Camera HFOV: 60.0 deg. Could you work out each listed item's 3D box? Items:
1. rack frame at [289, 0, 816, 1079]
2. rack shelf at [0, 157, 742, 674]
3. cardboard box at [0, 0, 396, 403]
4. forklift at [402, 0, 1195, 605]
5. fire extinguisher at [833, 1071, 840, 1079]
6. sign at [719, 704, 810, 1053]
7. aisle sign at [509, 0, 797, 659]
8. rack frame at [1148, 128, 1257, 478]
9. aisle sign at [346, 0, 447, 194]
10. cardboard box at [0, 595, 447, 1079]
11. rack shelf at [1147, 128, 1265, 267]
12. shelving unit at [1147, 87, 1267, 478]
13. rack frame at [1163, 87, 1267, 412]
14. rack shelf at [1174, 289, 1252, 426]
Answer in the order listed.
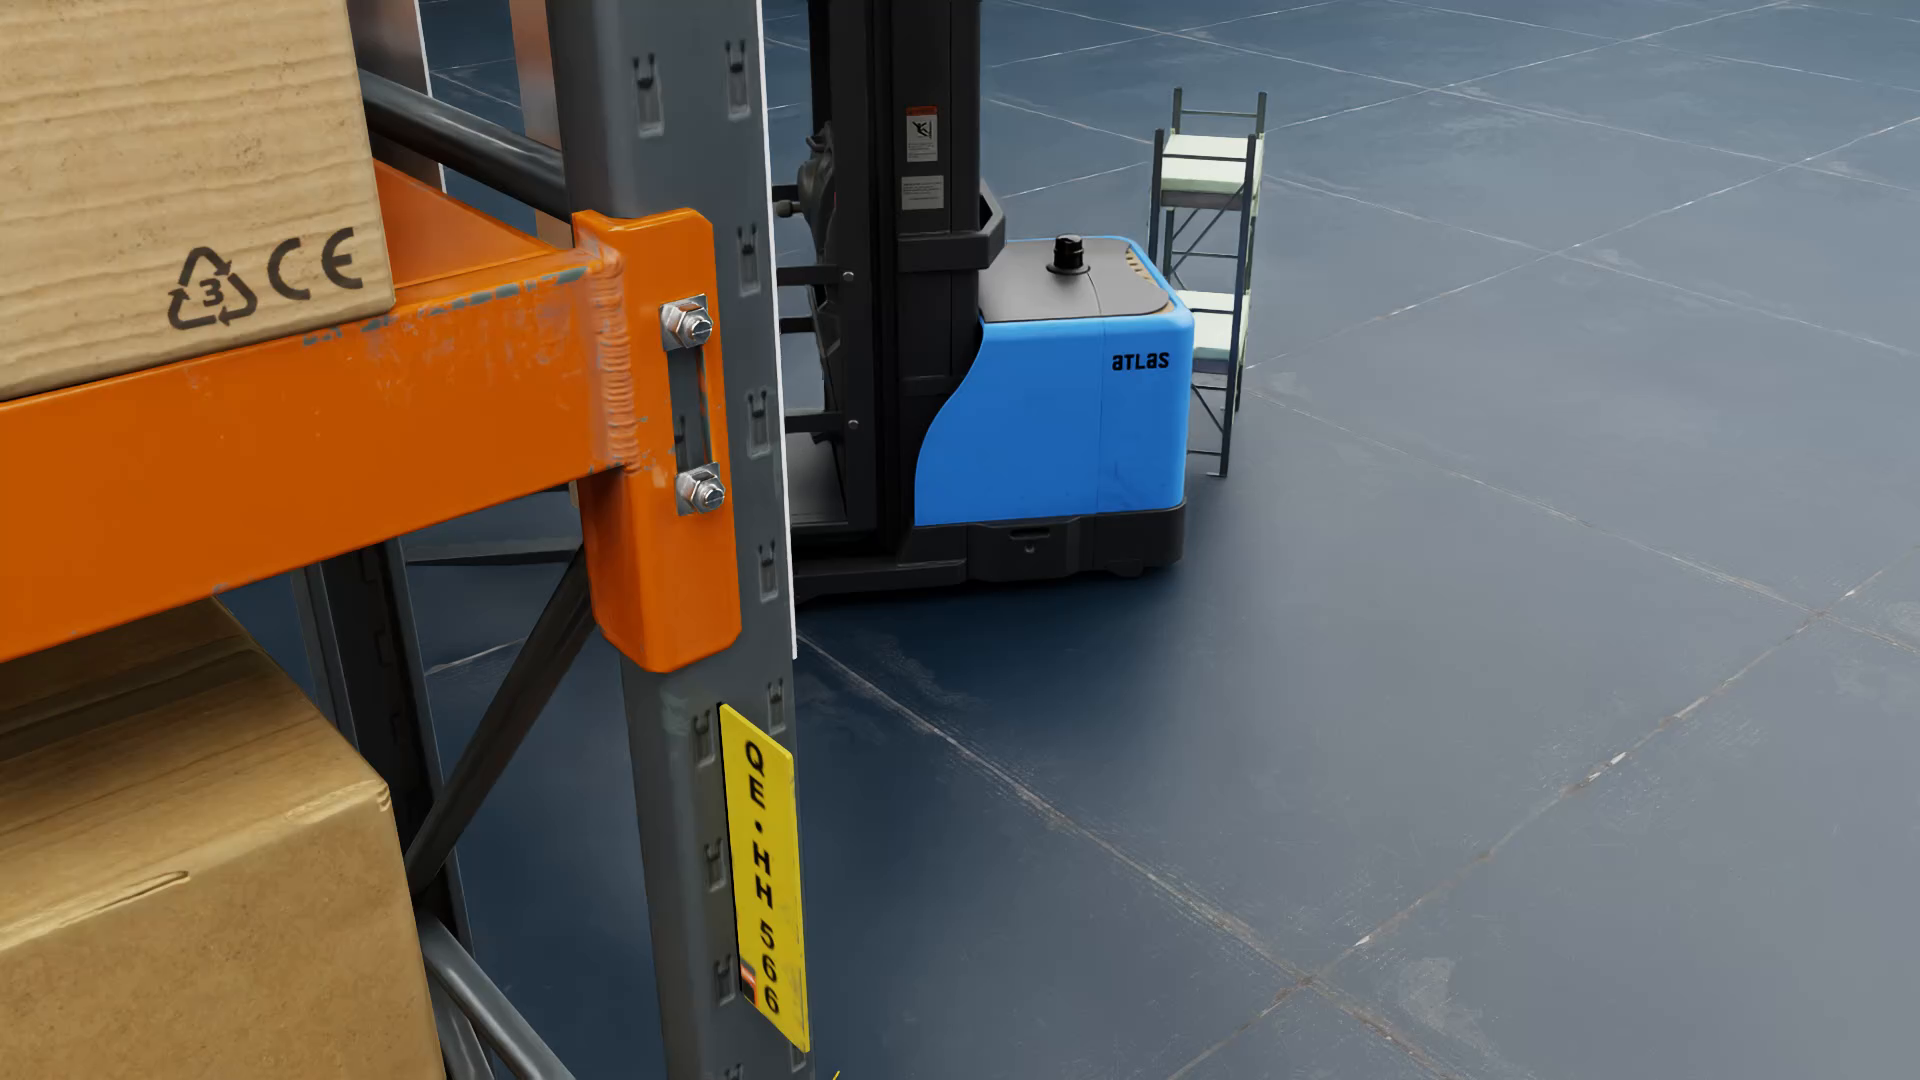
[{"bbox_3d":[-0.516,0.743,2.178,0.053,2.616,0.949,-22,35,-35],"label":"rack frame"},{"bbox_3d":[-2.035,0.350,0.494,4.000,0.370,1.077,-22,35,-35],"label":"rack shelf"},{"bbox_3d":[-0.715,-0.275,1.058,0.500,0.250,0.500,-21,35,-34],"label":"cardboard box"},{"bbox_3d":[-0.691,-1.276,6.029,3.031,2.935,1.130,-4,28,-8],"label":"forklift"},{"bbox_3d":[-0.127,0.908,1.950,0.183,0.674,0.296,-22,35,-35],"label":"fire extinguisher"},{"bbox_3d":[-0.169,0.299,1.445,0.005,0.325,0.100,-22,35,-35],"label":"sign"},{"bbox_3d":[-0.272,-0.314,1.397,0.004,0.787,0.394,-22,35,-35],"label":"aisle sign"},{"bbox_3d":[0.974,-0.958,6.951,0.400,1.500,0.023,6,29,11],"label":"rack frame"},{"bbox_3d":[-0.661,-0.529,1.800,0.004,0.787,0.394,-22,35,-35],"label":"aisle sign"},{"bbox_3d":[-0.772,0.384,1.366,0.500,0.500,0.500,-22,35,-35],"label":"cardboard box"},{"bbox_3d":[1.053,-1.471,7.082,0.431,0.370,0.720,6,29,11],"label":"rack shelf"},{"bbox_3d":[1.053,-1.127,7.266,0.431,1.500,0.755,6,29,11],"label":"shelving unit"},{"bbox_3d":[1.131,-1.295,7.581,0.400,1.500,0.023,6,29,11],"label":"rack frame"},{"bbox_3d":[1.052,-0.839,7.420,0.431,0.370,0.720,6,29,11],"label":"rack shelf"}]
